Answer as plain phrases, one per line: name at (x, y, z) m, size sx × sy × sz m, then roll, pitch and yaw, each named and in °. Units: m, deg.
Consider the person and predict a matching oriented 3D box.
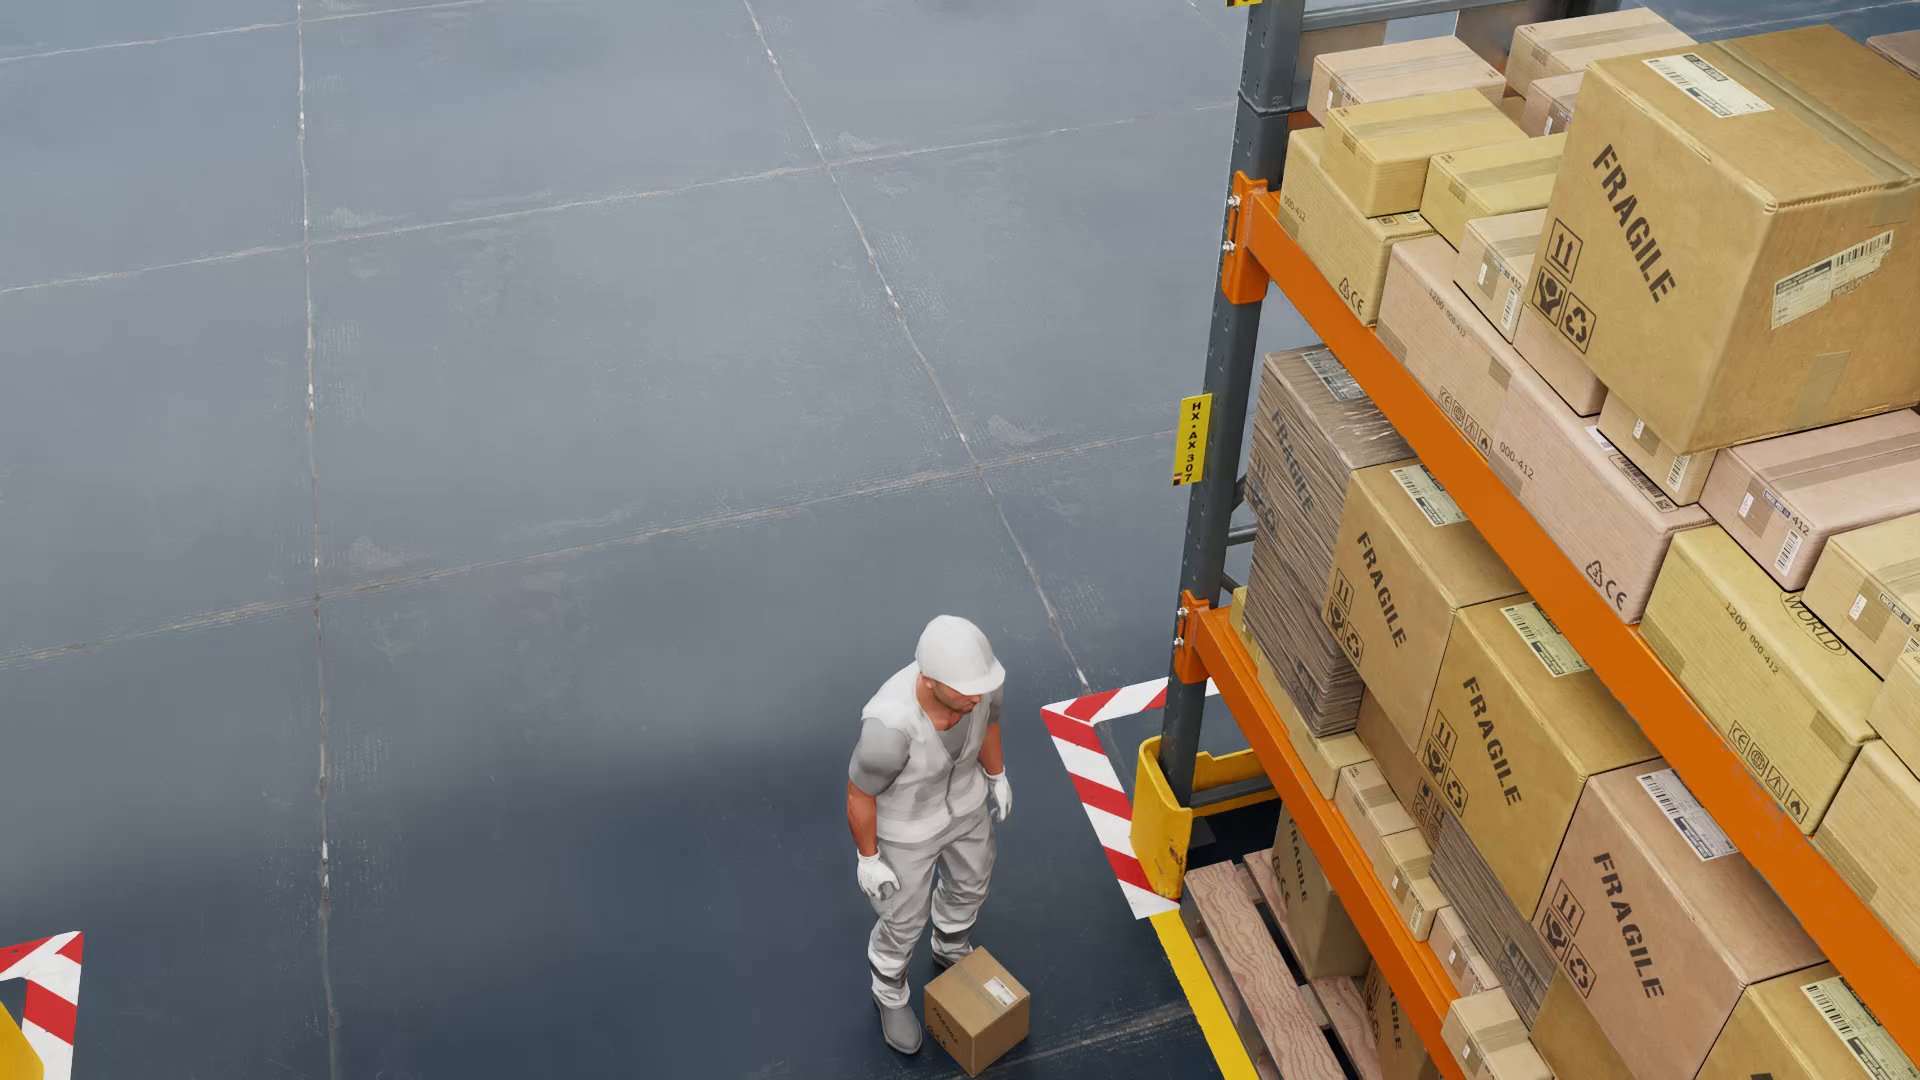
person at (-0.074, 0.879, 5.169) m, size 0.608 × 1.777 × 0.453 m, roll -29°, pitch 49°, yaw -28°
